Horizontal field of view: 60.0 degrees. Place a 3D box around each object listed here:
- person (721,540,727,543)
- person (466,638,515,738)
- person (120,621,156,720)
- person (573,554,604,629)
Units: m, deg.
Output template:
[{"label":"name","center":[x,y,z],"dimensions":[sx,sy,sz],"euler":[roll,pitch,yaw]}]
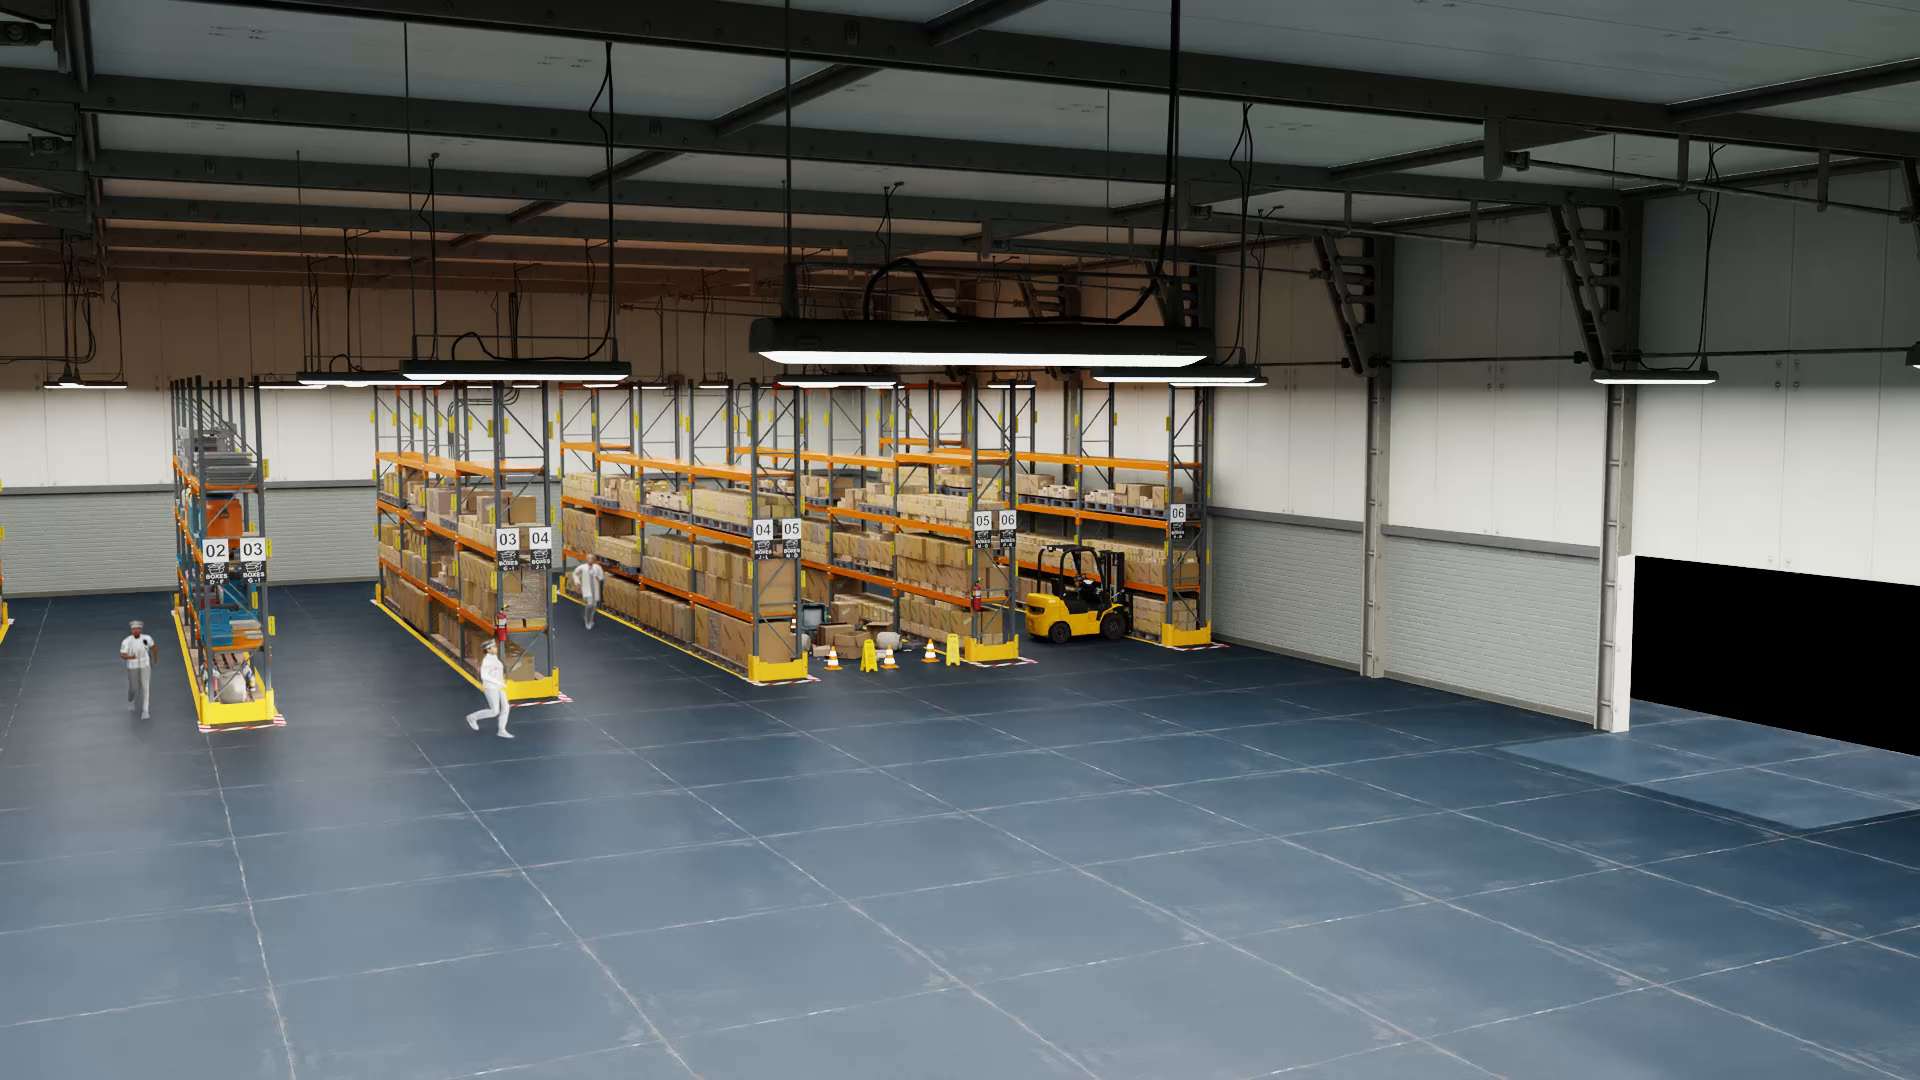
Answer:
[{"label":"person","center":[-7.190,0.315,50.941],"dimensions":[0.870,1.780,0.709],"euler":[0,5,1]},{"label":"person","center":[-7.780,2.459,27.544],"dimensions":[0.774,1.683,0.628],"euler":[0,5,1]},{"label":"person","center":[-14.506,2.267,29.382],"dimensions":[0.587,1.728,0.934],"euler":[-3,6,-28]},{"label":"person","center":[-8.982,1.254,40.401],"dimensions":[0.672,1.825,0.801],"euler":[-3,6,-33]}]
